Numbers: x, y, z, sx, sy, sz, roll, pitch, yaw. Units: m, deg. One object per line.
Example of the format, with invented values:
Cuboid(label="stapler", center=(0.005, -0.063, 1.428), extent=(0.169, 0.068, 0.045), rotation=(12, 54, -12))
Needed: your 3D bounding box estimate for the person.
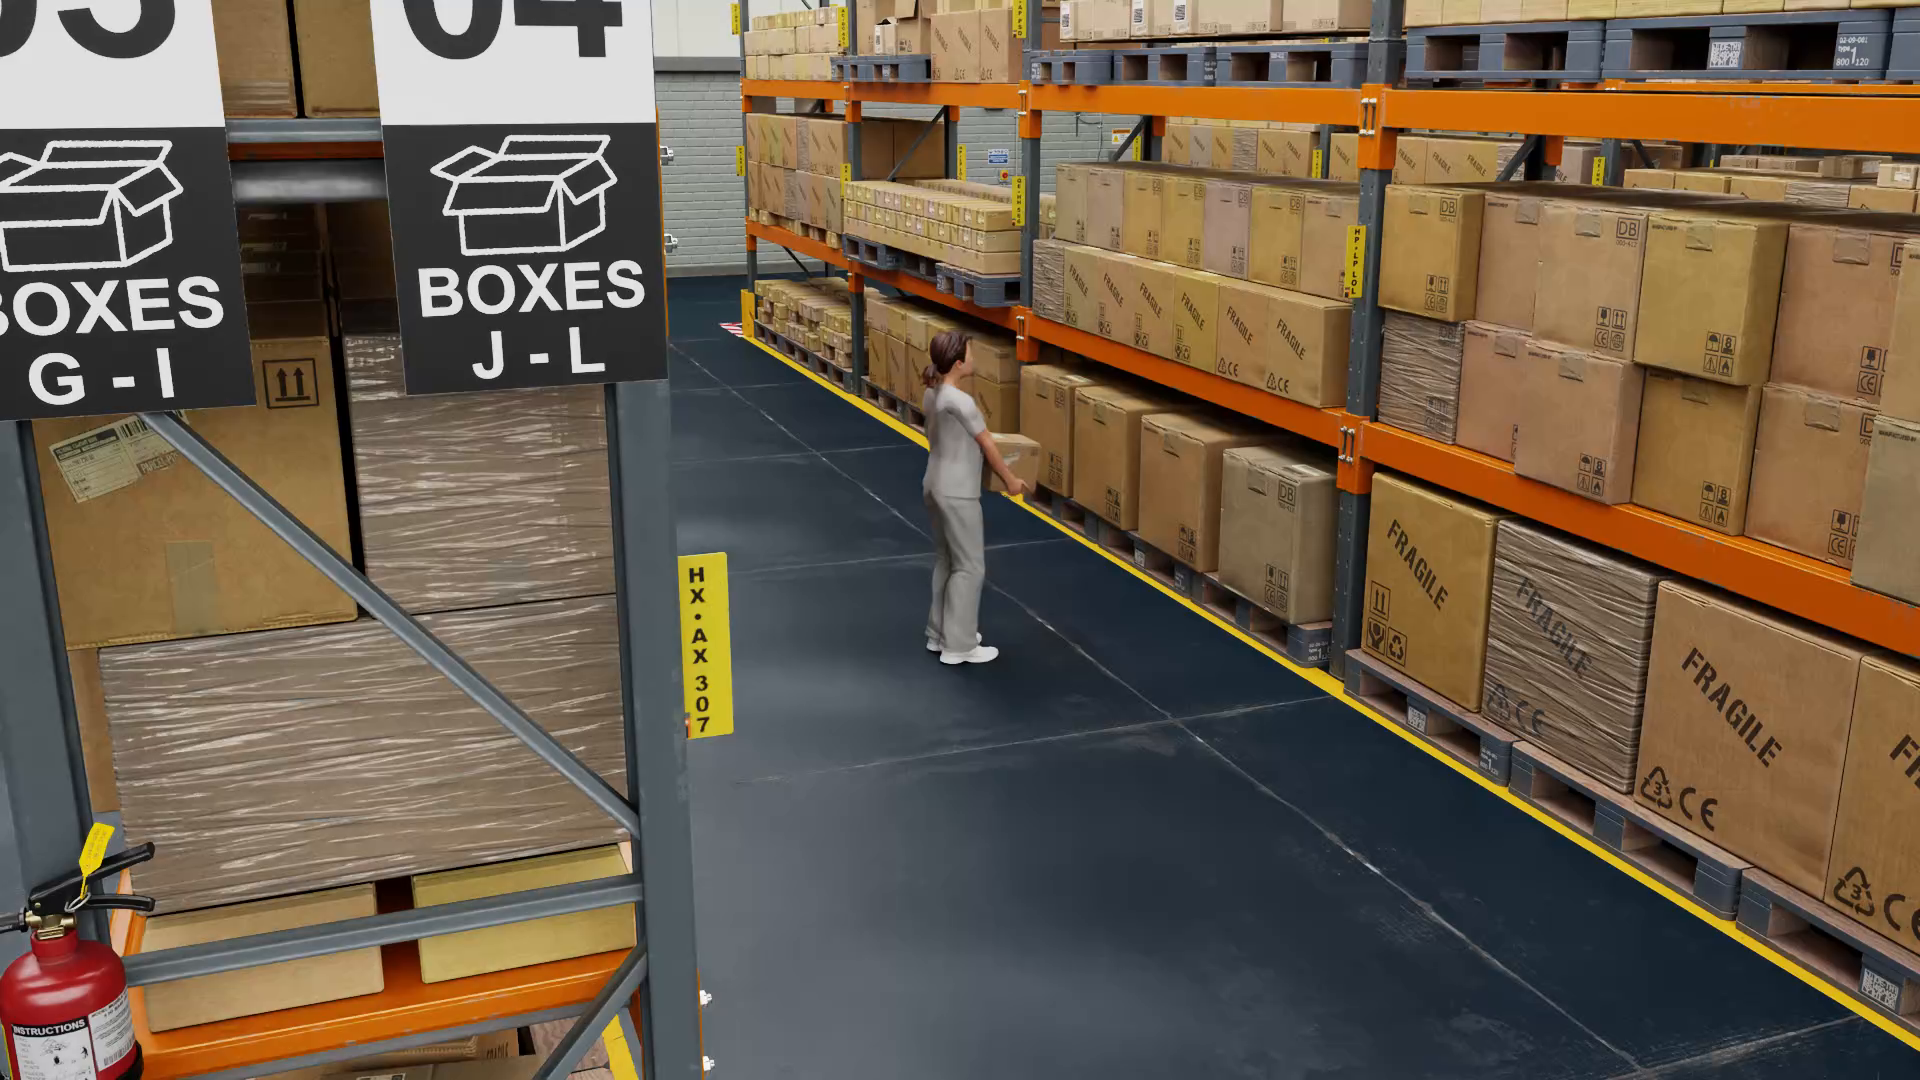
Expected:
Cuboid(label="person", center=(0.049, -0.224, 8.349), extent=(0.525, 1.668, 0.409), rotation=(-6, 17, -21))
